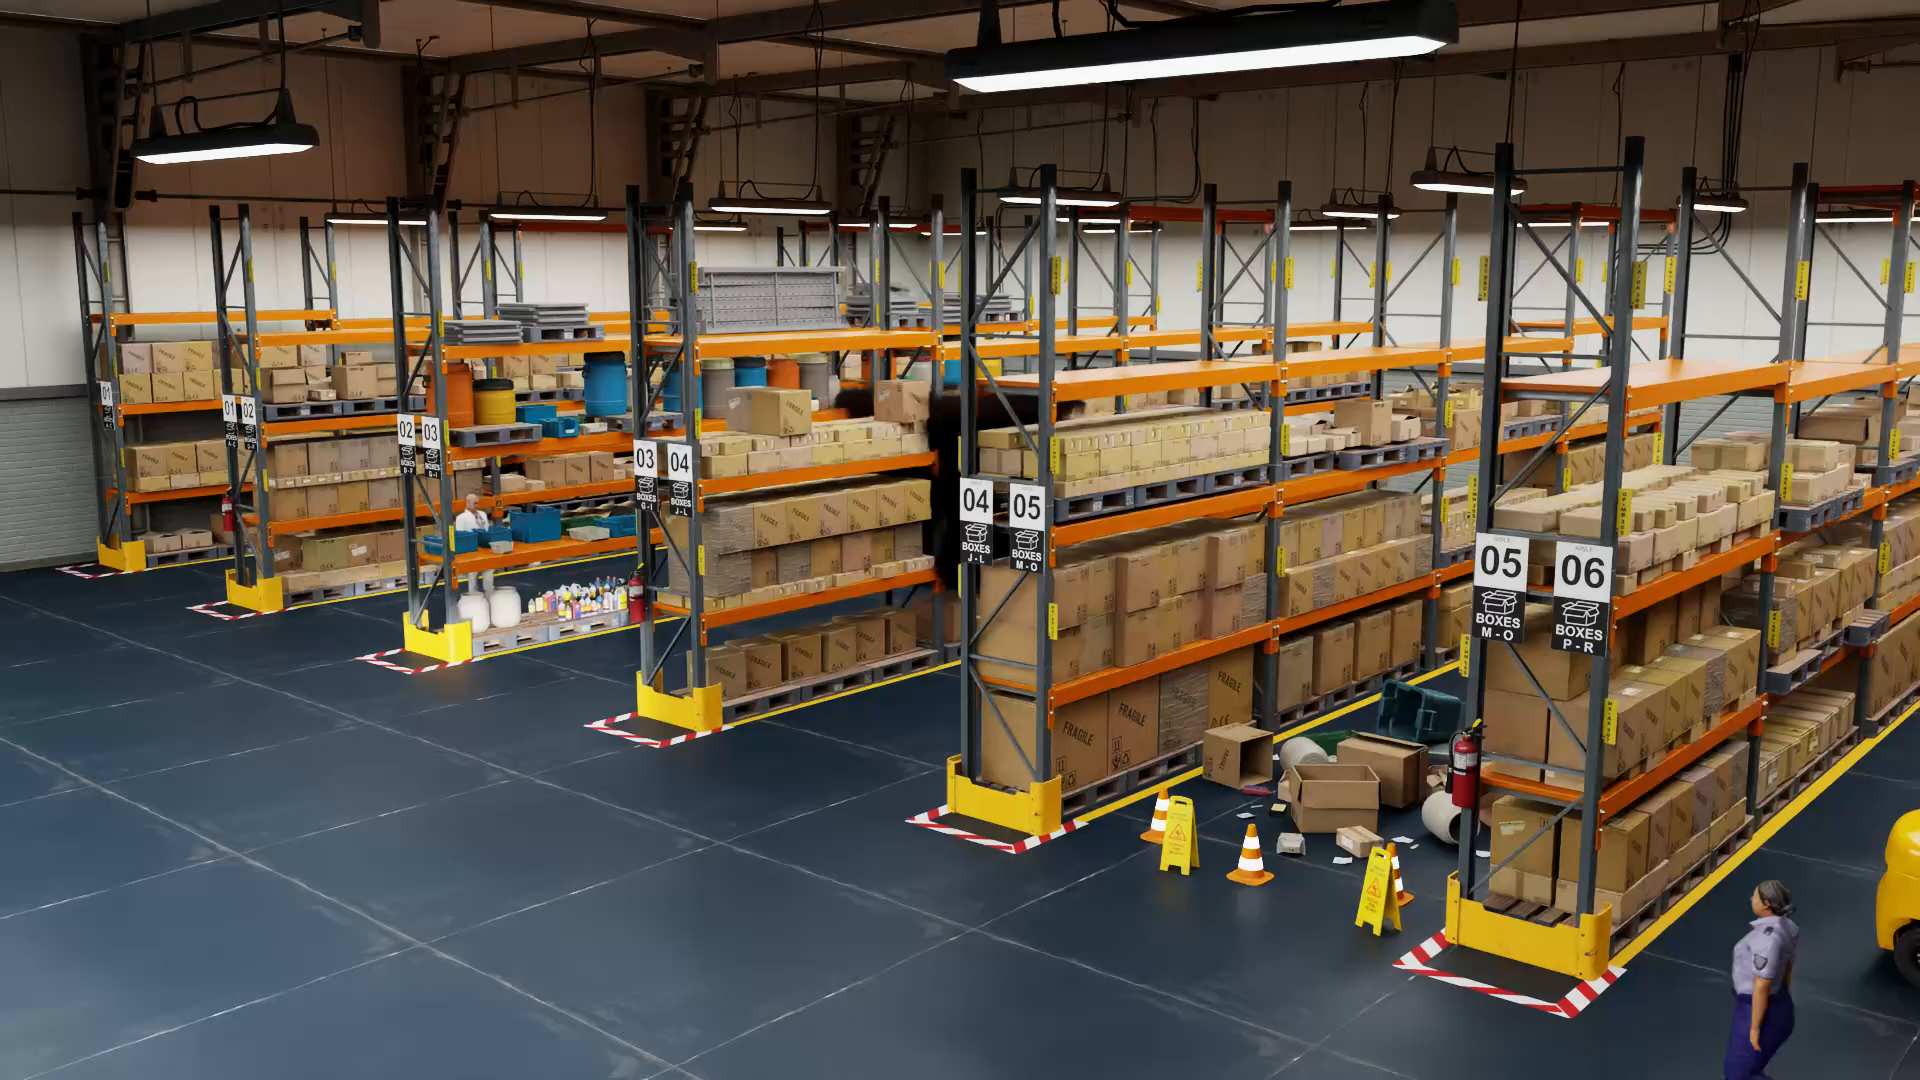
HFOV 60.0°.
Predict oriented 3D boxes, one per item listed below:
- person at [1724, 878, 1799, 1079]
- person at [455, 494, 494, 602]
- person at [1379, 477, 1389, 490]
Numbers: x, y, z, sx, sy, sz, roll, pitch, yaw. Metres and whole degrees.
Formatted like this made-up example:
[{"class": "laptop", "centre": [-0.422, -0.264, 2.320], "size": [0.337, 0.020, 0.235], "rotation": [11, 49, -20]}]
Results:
[{"class": "person", "centre": [4.683, 2.773, 9.682], "size": [0.554, 1.624, 0.489], "rotation": [4, 10, 24]}, {"class": "person", "centre": [-7.134, 0.239, 24.536], "size": [0.591, 1.824, 0.595], "rotation": [-5, 11, -26]}, {"class": "person", "centre": [8.327, -1.243, 33.323], "size": [0.473, 1.796, 0.500], "rotation": [0, 9, 0]}]
